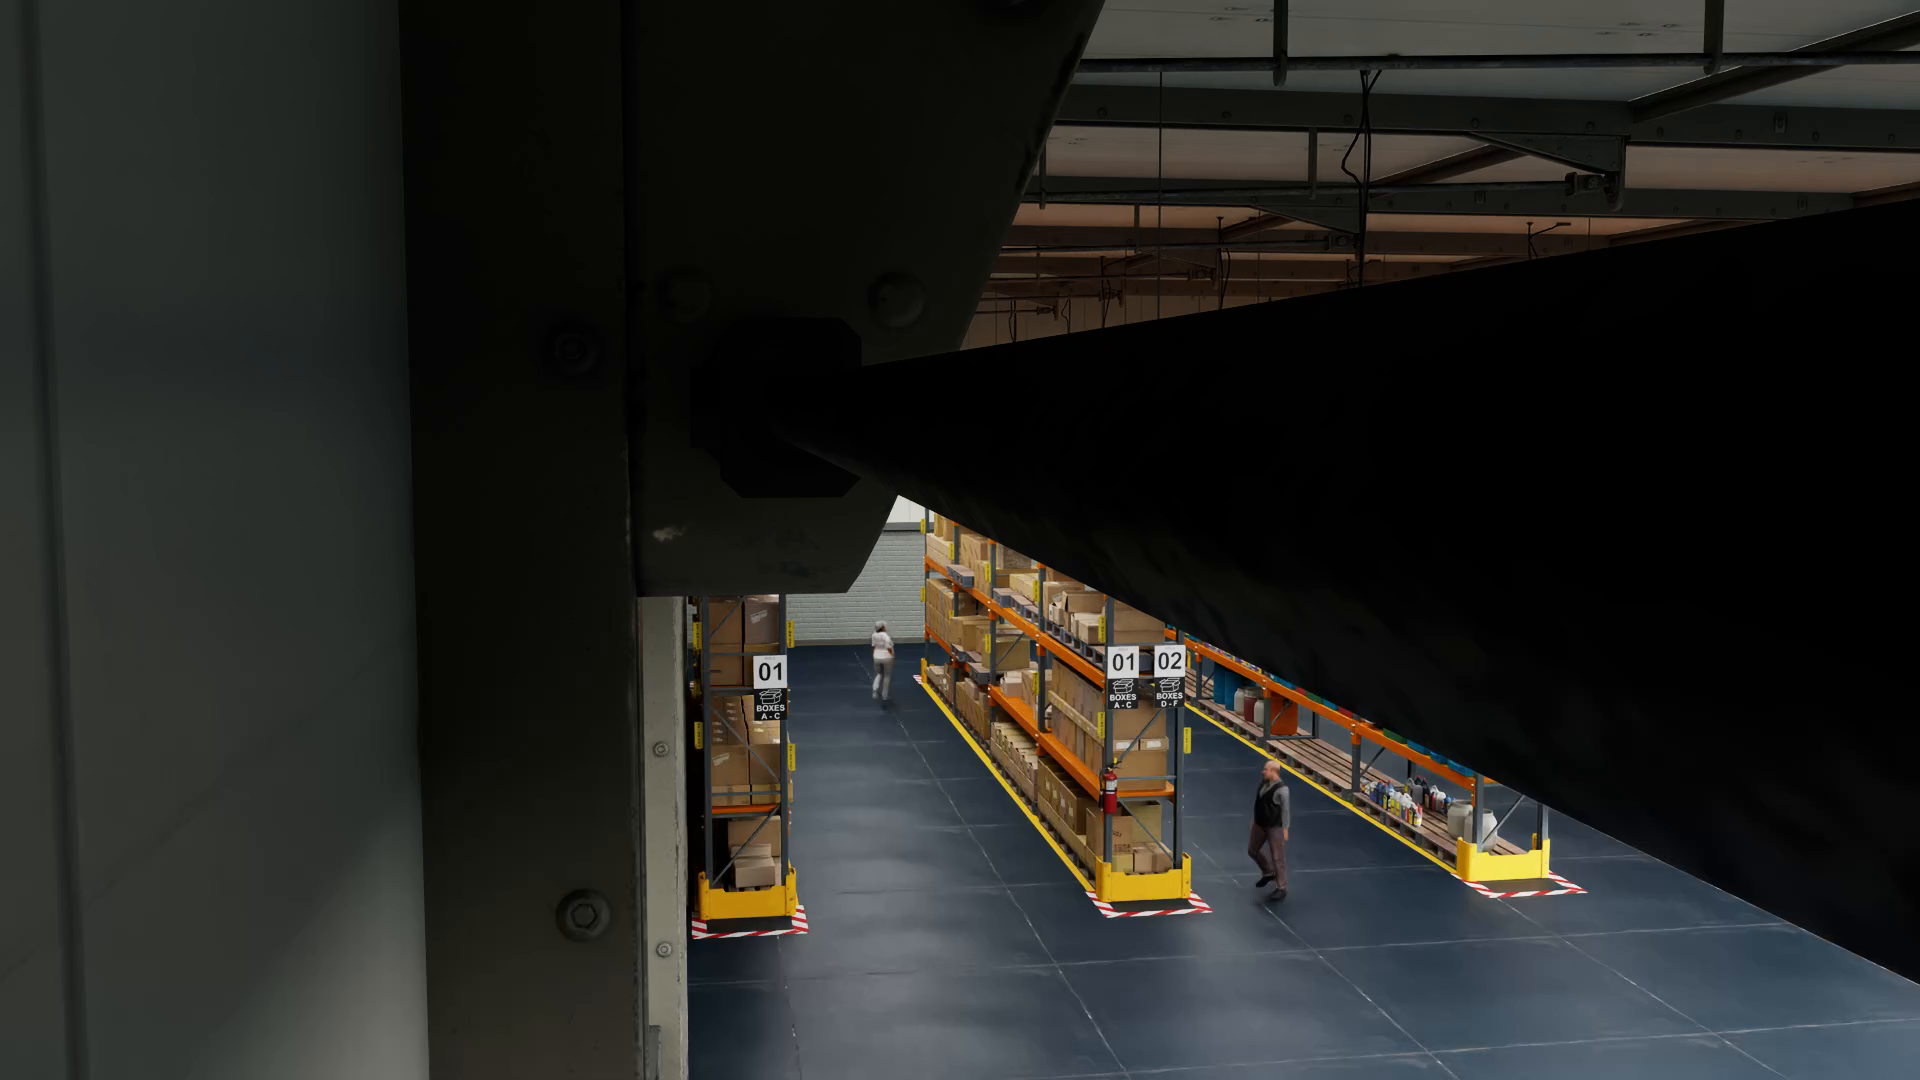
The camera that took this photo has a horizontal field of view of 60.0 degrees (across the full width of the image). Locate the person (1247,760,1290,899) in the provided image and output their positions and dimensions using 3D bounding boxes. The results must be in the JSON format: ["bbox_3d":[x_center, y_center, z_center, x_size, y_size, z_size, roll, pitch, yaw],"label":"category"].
[{"bbox_3d":[3.929,3.613,20.977,0.477,1.727,0.605,-4,6,-38],"label":"person"}]

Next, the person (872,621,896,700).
[{"bbox_3d":[-1.582,2.480,34.295,0.502,1.648,0.476,2,6,26],"label":"person"}]
